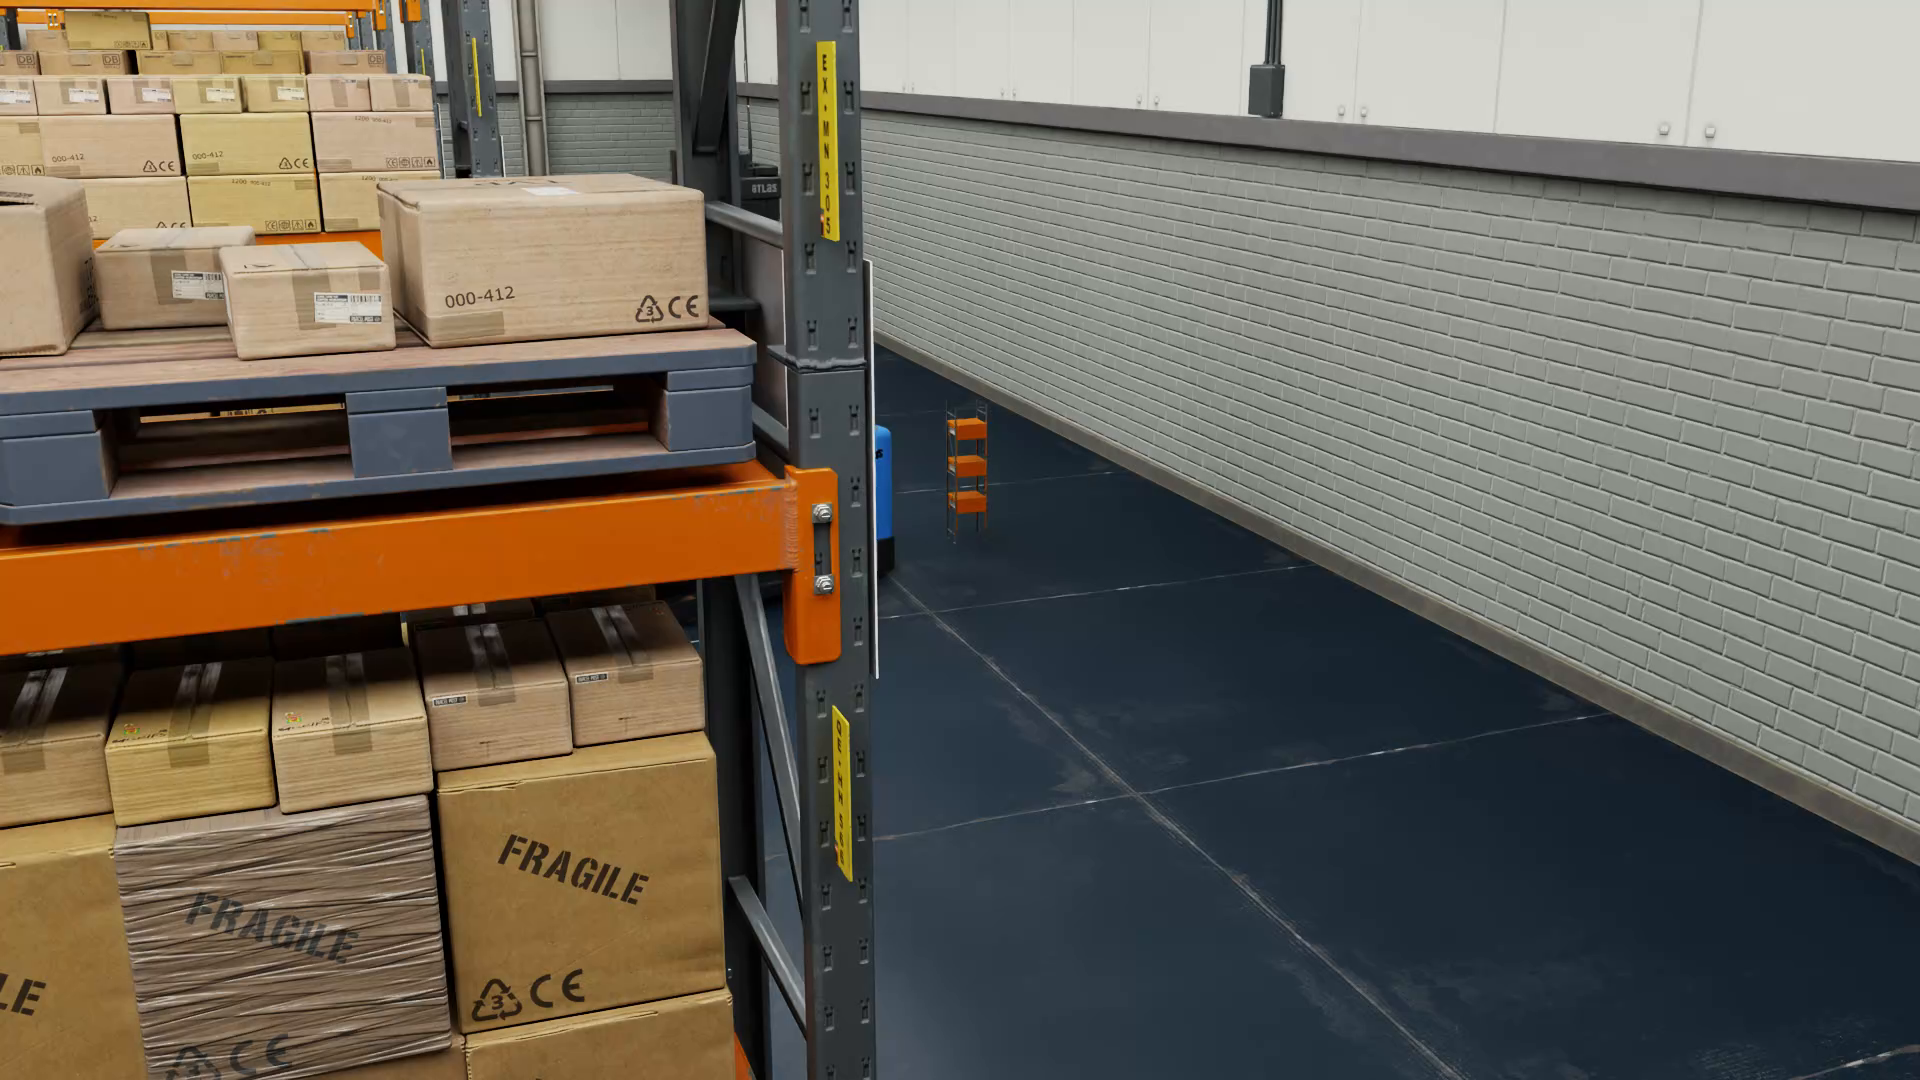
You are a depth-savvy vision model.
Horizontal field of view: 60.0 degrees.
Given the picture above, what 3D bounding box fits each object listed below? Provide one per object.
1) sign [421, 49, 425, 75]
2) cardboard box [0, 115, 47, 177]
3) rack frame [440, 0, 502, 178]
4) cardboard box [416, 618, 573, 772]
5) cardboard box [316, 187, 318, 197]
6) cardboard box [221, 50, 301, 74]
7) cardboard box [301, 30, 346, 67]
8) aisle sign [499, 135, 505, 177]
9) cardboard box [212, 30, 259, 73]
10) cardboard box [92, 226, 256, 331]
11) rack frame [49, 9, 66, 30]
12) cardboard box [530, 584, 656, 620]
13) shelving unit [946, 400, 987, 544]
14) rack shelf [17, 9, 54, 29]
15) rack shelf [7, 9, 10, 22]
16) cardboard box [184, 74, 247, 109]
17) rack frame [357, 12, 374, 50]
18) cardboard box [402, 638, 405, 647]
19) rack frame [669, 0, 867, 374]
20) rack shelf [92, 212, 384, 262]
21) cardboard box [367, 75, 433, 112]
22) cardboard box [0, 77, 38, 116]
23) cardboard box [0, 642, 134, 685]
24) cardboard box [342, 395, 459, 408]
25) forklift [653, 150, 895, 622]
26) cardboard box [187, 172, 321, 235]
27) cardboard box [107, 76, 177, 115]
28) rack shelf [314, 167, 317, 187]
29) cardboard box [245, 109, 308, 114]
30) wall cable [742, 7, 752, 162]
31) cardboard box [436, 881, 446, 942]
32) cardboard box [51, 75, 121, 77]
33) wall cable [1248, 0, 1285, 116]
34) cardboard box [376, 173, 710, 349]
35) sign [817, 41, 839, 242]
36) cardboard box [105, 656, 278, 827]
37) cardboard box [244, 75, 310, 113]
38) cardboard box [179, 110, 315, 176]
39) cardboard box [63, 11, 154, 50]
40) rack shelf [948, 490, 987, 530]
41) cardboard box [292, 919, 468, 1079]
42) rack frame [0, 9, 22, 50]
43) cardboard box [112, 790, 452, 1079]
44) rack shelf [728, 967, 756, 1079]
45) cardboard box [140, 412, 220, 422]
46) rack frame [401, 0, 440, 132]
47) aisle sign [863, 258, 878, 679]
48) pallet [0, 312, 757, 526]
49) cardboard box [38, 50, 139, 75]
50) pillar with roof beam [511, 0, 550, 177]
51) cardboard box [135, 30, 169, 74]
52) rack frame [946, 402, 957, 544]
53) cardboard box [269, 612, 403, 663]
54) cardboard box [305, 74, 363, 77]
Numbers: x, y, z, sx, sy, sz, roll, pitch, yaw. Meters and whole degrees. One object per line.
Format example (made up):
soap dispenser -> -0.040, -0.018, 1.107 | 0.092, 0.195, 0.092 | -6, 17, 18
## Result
sign -> -3.771, -3.282, 11.698 | 0.005, 0.325, 0.100 | -6, 17, -20
cardboard box -> -4.042, -1.628, 6.875 | 0.500, 0.250, 0.500 | -7, 18, -22
rack frame -> -2.271, -3.164, 7.401 | 0.127, 3.000, 1.000 | -6, 17, -20
cardboard box -> -0.898, 0.289, 3.188 | 0.250, 0.149, 0.380 | -6, 17, -19
cardboard box -> -8.282, -4.567, 20.873 | 0.500, 0.500, 0.500 | -6, 17, -19
cardboard box -> -4.987, -3.246, 11.903 | 0.500, 0.500, 0.700 | -7, 18, -22
cardboard box -> -7.967, -6.118, 20.833 | 0.500, 0.500, 0.700 | -6, 17, -20
aisle sign -> -2.096, -1.461, 7.636 | 0.004, 0.787, 0.394 | -6, 17, -20
cardboard box -> -8.893, -6.011, 20.470 | 0.500, 0.500, 0.700 | -6, 17, -20
cardboard box -> -1.504, -0.512, 3.218 | 0.250, 0.149, 0.380 | -5, 17, -18
rack frame -> -13.004, -7.985, 23.820 | 0.127, 3.000, 1.000 | -6, 17, -20
cardboard box -> -0.836, 0.131, 3.726 | 0.250, 0.149, 0.380 | -6, 17, -19
shelving unit -> 0.050, -0.509, 12.469 | 0.252, 1.050, 0.215 | -6, 17, -20
rack shelf -> -14.872, -7.247, 23.291 | 4.000, 0.370, 1.077 | -6, 17, -20
rack shelf -> -13.096, -5.944, 18.854 | 4.000, 0.370, 1.077 | -6, 17, -20
cardboard box -> -3.407, -2.058, 7.629 | 0.250, 0.149, 0.380 | -6, 17, -19
rack frame -> -7.493, -7.086, 20.756 | 0.127, 3.000, 1.000 | -6, 17, -20
cardboard box -> -1.436, 0.507, 3.598 | 0.500, 0.500, 0.500 | -7, 18, -22
rack frame -> -0.406, -1.872, 3.001 | 0.127, 3.000, 1.000 | -6, 17, -20
rack shelf -> -4.139, -1.178, 7.238 | 4.000, 0.370, 1.077 | -6, 17, -20
cardboard box -> -2.477, -1.973, 7.341 | 0.250, 0.149, 0.380 | -6, 18, -21
cardboard box -> -3.921, -1.824, 6.832 | 0.250, 0.149, 0.380 | -7, 18, -22
cardboard box -> -1.805, 0.244, 3.341 | 0.250, 0.149, 0.380 | -6, 17, -20
cardboard box -> -2.610, -0.844, 7.669 | 0.500, 0.500, 0.500 | -7, 18, -21
forklift -> -1.959, -1.013, 10.845 | 3.031, 2.935, 1.130 | -11, 20, -33
cardboard box -> -3.075, -1.484, 7.270 | 0.500, 0.250, 0.500 | -6, 17, -20
cardboard box -> -3.447, -1.883, 7.034 | 0.250, 0.149, 0.380 | -7, 18, -21
rack shelf -> -5.819, -2.493, 11.717 | 4.000, 0.370, 1.077 | -6, 17, -20
cardboard box -> -3.261, -1.864, 7.676 | 0.500, 0.250, 0.500 | -6, 18, -21
wall cable -> -3.860, -7.375, 27.253 | 0.112, 2.526, 3.097 | -6, 17, -20
cardboard box -> -1.419, 0.990, 3.726 | 0.500, 0.500, 0.500 | -6, 18, -21
cardboard box -> -3.890, -2.002, 7.440 | 0.250, 0.149, 0.380 | -6, 17, -18
wall cable -> 2.562, -5.686, 10.279 | 0.120, 5.999, 2.277 | -6, 17, -20
cardboard box -> -0.794, -0.541, 3.136 | 0.500, 0.250, 0.500 | -8, 18, -25
sign -> -0.225, -0.675, 2.819 | 0.005, 0.325, 0.100 | -6, 17, -20
cardboard box -> -1.359, 0.351, 2.975 | 0.250, 0.149, 0.380 | -6, 17, -19
cardboard box -> -2.981, -1.948, 7.255 | 0.250, 0.149, 0.380 | -7, 18, -22
cardboard box -> -3.087, -1.727, 7.211 | 0.500, 0.250, 0.500 | -7, 18, -22
cardboard box -> -5.842, -3.496, 11.425 | 0.500, 0.250, 0.500 | -7, 18, -22
rack shelf -> 0.050, -0.232, 12.550 | 0.240, 0.259, 0.215 | -6, 17, -20
cardboard box -> -1.236, 1.124, 3.270 | 0.500, 0.500, 0.500 | -7, 18, -21
rack frame -> -11.228, -6.682, 19.383 | 0.127, 3.000, 1.000 | -6, 17, -20
cardboard box -> -1.248, 0.651, 3.106 | 0.500, 0.500, 0.500 | -6, 17, -20
rack shelf -> -2.273, 1.554, 3.261 | 4.000, 0.370, 1.077 | -6, 17, -20
cardboard box -> -3.565, -0.738, 7.309 | 0.500, 0.500, 0.500 | -5, 17, -17
rack frame -> -3.952, -4.479, 11.880 | 0.127, 3.000, 1.000 | -6, 17, -20
aisle sign -> -0.228, -0.166, 3.227 | 0.004, 0.787, 0.394 | -6, 17, -20
pallet -> -1.095, -0.312, 3.172 | 1.213, 0.211, 1.003 | -6, 17, -20
cardboard box -> -5.935, -3.097, 11.397 | 0.500, 0.500, 0.700 | -5, 17, -18
pillar with roof beam -> -5.517, -7.756, 23.038 | 0.400, 9.000, 9.100 | -6, 17, -20
cardboard box -> -9.805, -5.895, 20.074 | 0.500, 0.500, 0.700 | -6, 17, -20
rack frame -> -0.064, -0.497, 12.427 | 0.008, 1.050, 0.200 | -6, 17, -20
cardboard box -> -1.339, 0.172, 3.585 | 0.250, 0.149, 0.380 | -6, 17, -18
cardboard box -> -2.900, -2.090, 7.739 | 0.250, 0.149, 0.380 | -5, 17, -18
